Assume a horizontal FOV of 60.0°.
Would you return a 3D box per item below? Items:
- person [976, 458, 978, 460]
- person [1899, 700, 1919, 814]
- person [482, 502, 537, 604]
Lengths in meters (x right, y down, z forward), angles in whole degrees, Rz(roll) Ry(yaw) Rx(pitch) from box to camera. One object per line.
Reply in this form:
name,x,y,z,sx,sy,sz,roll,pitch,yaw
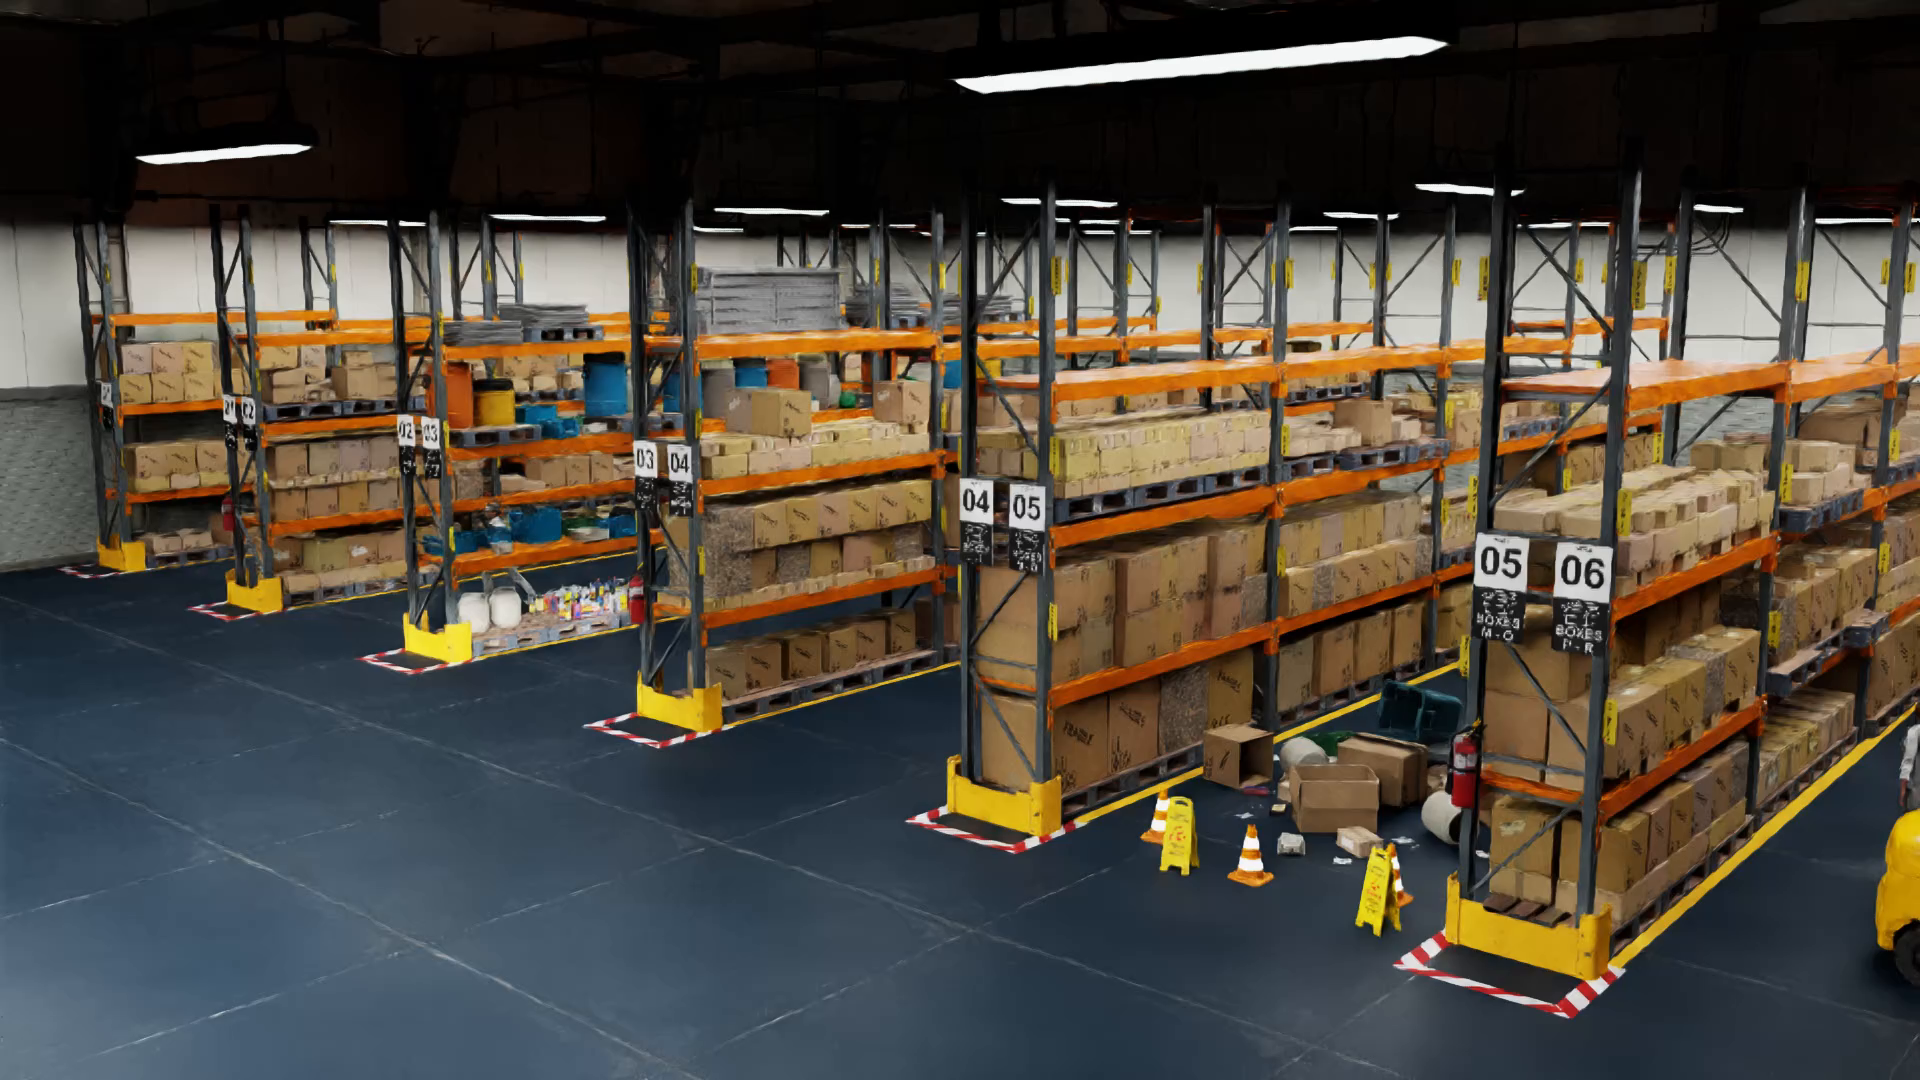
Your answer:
person,0.196,-1.368,34.596,0.592,1.629,0.532,8,12,39
person,8.024,2.076,13.935,0.467,1.599,0.454,-3,10,-18
person,-6.891,0.209,25.128,0.938,1.609,0.521,-5,11,-27
